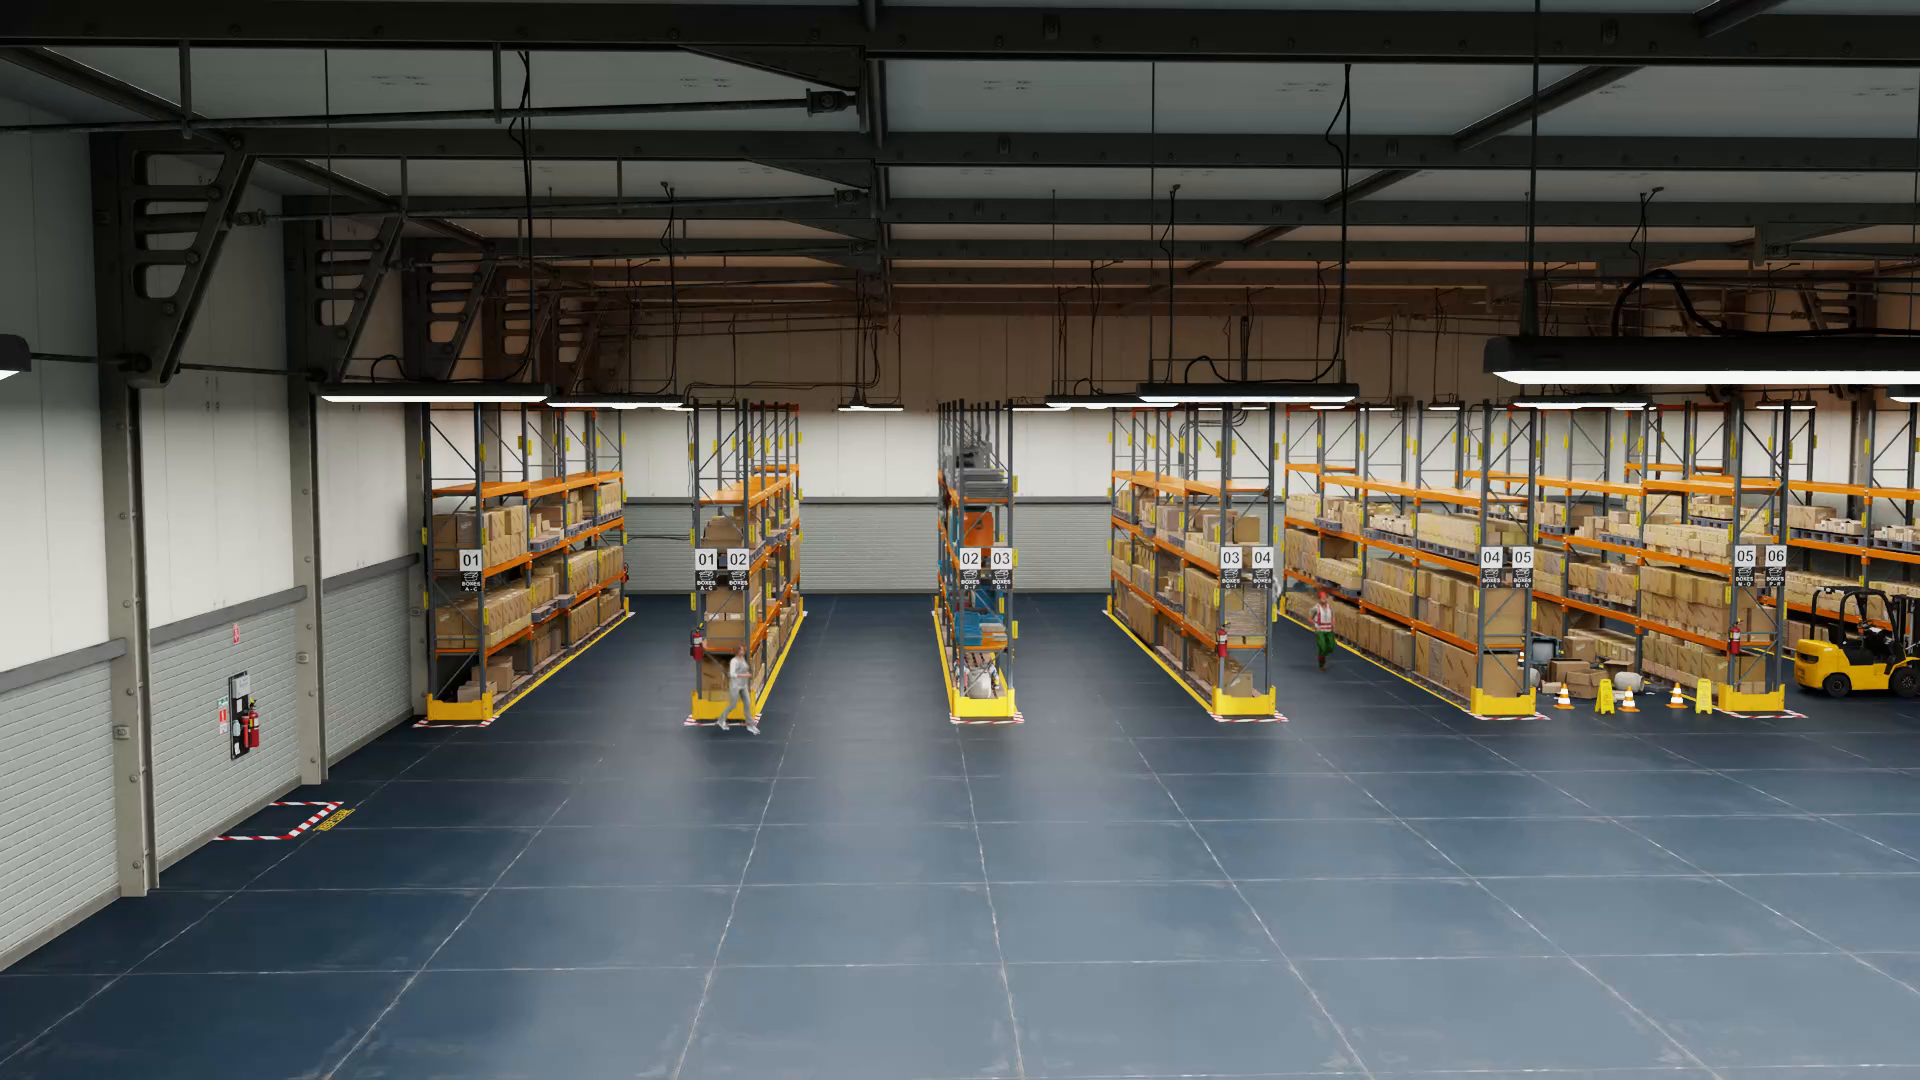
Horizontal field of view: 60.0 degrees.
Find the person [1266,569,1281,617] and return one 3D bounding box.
[{"bbox_3d":[8.240,1.544,44.262,0.618,1.668,0.511,0,4,4],"label":"person"}]

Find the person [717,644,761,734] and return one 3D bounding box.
[{"bbox_3d":[-3.963,2.645,29.679,0.854,1.608,0.550,2,5,26],"label":"person"}]

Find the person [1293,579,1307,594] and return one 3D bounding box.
[{"bbox_3d":[10.090,1.163,49.034,0.657,1.756,0.731,2,5,25],"label":"person"}]

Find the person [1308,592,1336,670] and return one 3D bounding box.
[{"bbox_3d":[8.114,2.034,37.135,0.652,1.738,0.615,-1,4,-9],"label":"person"}]
